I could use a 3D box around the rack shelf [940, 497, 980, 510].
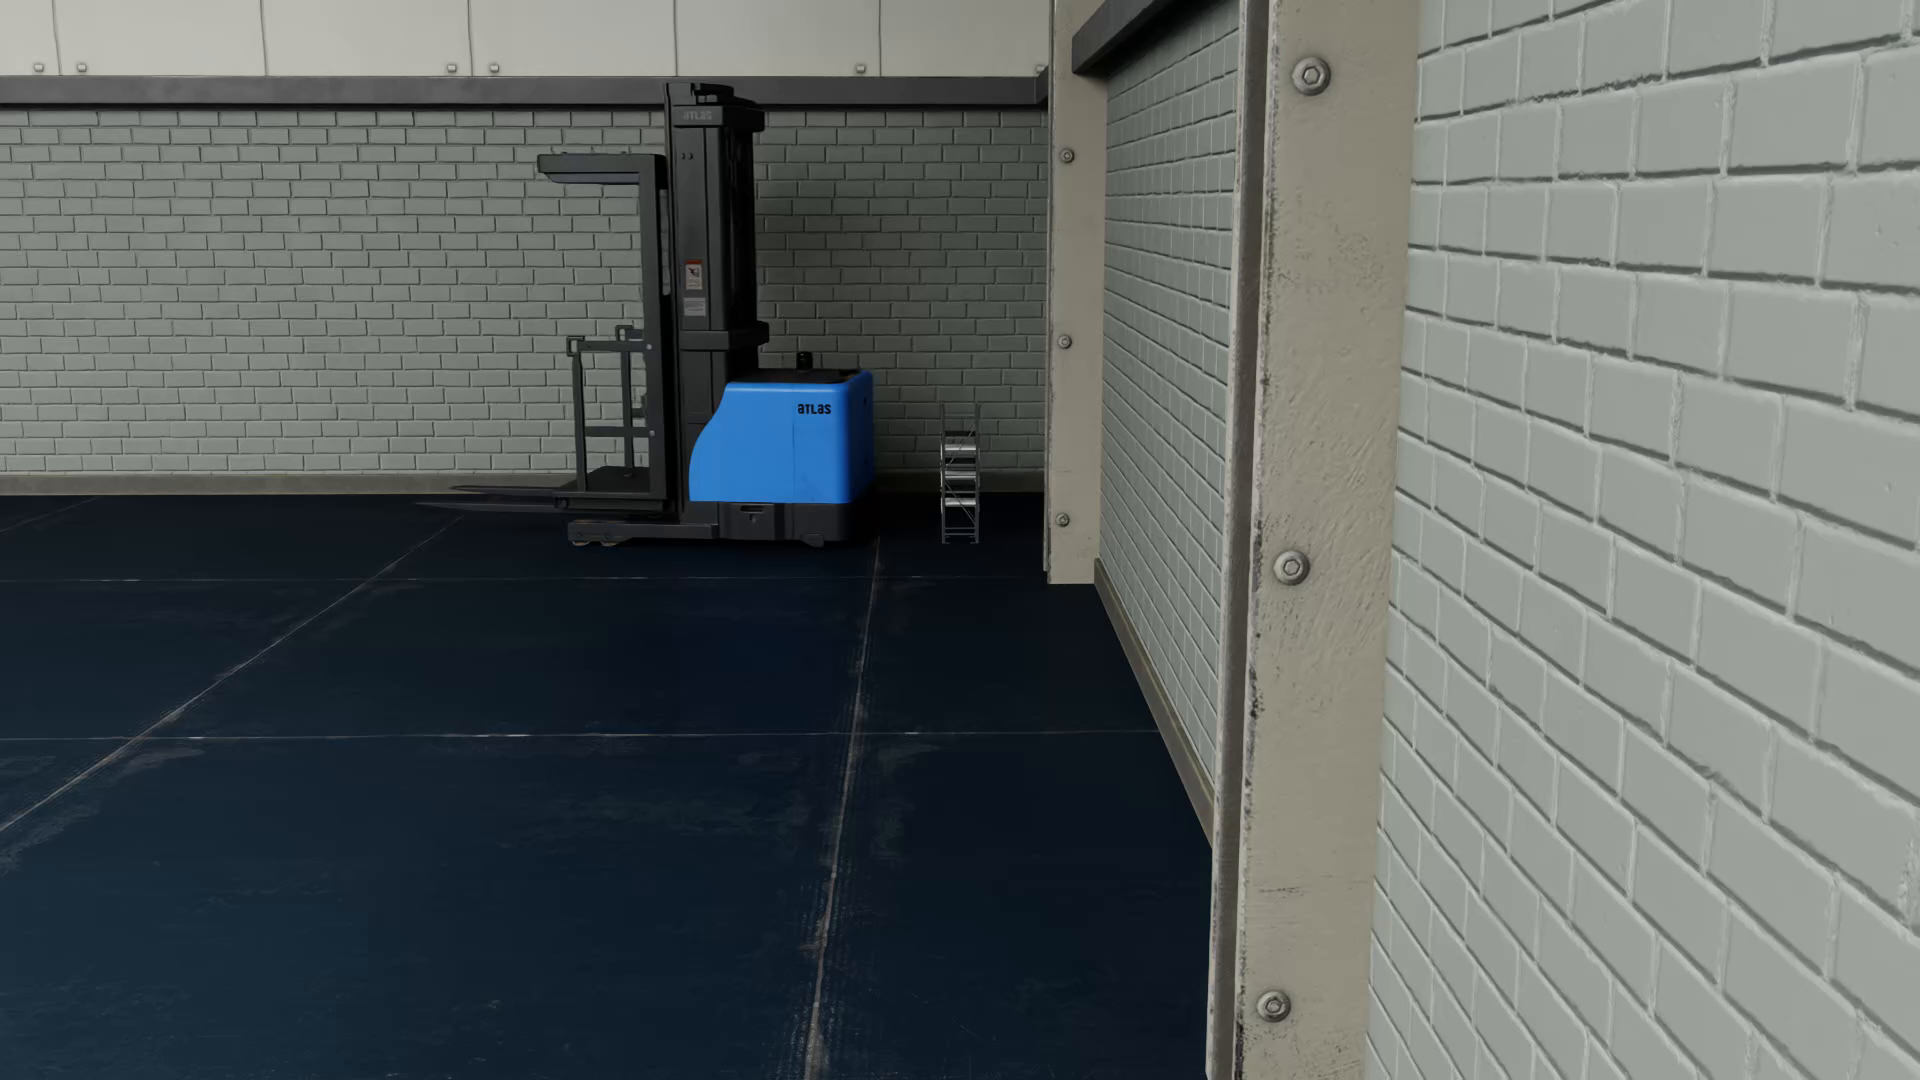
[{"bbox_3d":[0.000,-0.230,11.004,0.258,0.077,0.200,0,11,-1],"label":"rack shelf"}]

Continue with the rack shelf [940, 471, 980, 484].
[{"bbox_3d":[0.000,-0.407,10.968,0.258,0.077,0.200,0,11,-1],"label":"rack shelf"}]

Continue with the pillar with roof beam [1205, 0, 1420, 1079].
[{"bbox_3d":[-3.511,-2.983,3.130,9.100,9.000,0.400,0,11,-1],"label":"pillar with roof beam"}]

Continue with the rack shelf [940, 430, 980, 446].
[{"bbox_3d":[0.000,-0.671,10.915,0.258,0.077,0.200,0,11,-1],"label":"rack shelf"}]

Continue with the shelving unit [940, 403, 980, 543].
[{"bbox_3d":[0.000,-0.439,10.962,0.258,0.900,0.210,0,11,-1],"label":"shelving unit"}]

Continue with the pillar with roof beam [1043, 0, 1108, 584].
[{"bbox_3d":[-3.635,-4.176,9.009,9.100,9.000,0.400,0,11,-1],"label":"pillar with roof beam"}]

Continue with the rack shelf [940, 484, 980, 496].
[{"bbox_3d":[0.000,-0.319,10.986,0.258,0.077,0.200,0,11,-1],"label":"rack shelf"}]

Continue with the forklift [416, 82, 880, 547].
[{"bbox_3d":[-2.110,-1.495,11.054,3.031,2.935,1.130,1,12,7],"label":"forklift"}]

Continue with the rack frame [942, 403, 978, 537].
[{"bbox_3d":[-0.002,-0.460,11.061,0.240,0.900,0.006,0,11,-1],"label":"rack frame"}]

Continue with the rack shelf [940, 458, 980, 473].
[{"bbox_3d":[0.000,-0.495,10.950,0.258,0.077,0.200,0,11,-1],"label":"rack shelf"}]

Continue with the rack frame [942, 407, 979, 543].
[{"bbox_3d":[0.002,-0.419,10.862,0.240,0.900,0.006,0,11,-1],"label":"rack frame"}]

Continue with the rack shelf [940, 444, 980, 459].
[{"bbox_3d":[0.000,-0.583,10.933,0.258,0.077,0.200,0,11,-1],"label":"rack shelf"}]
